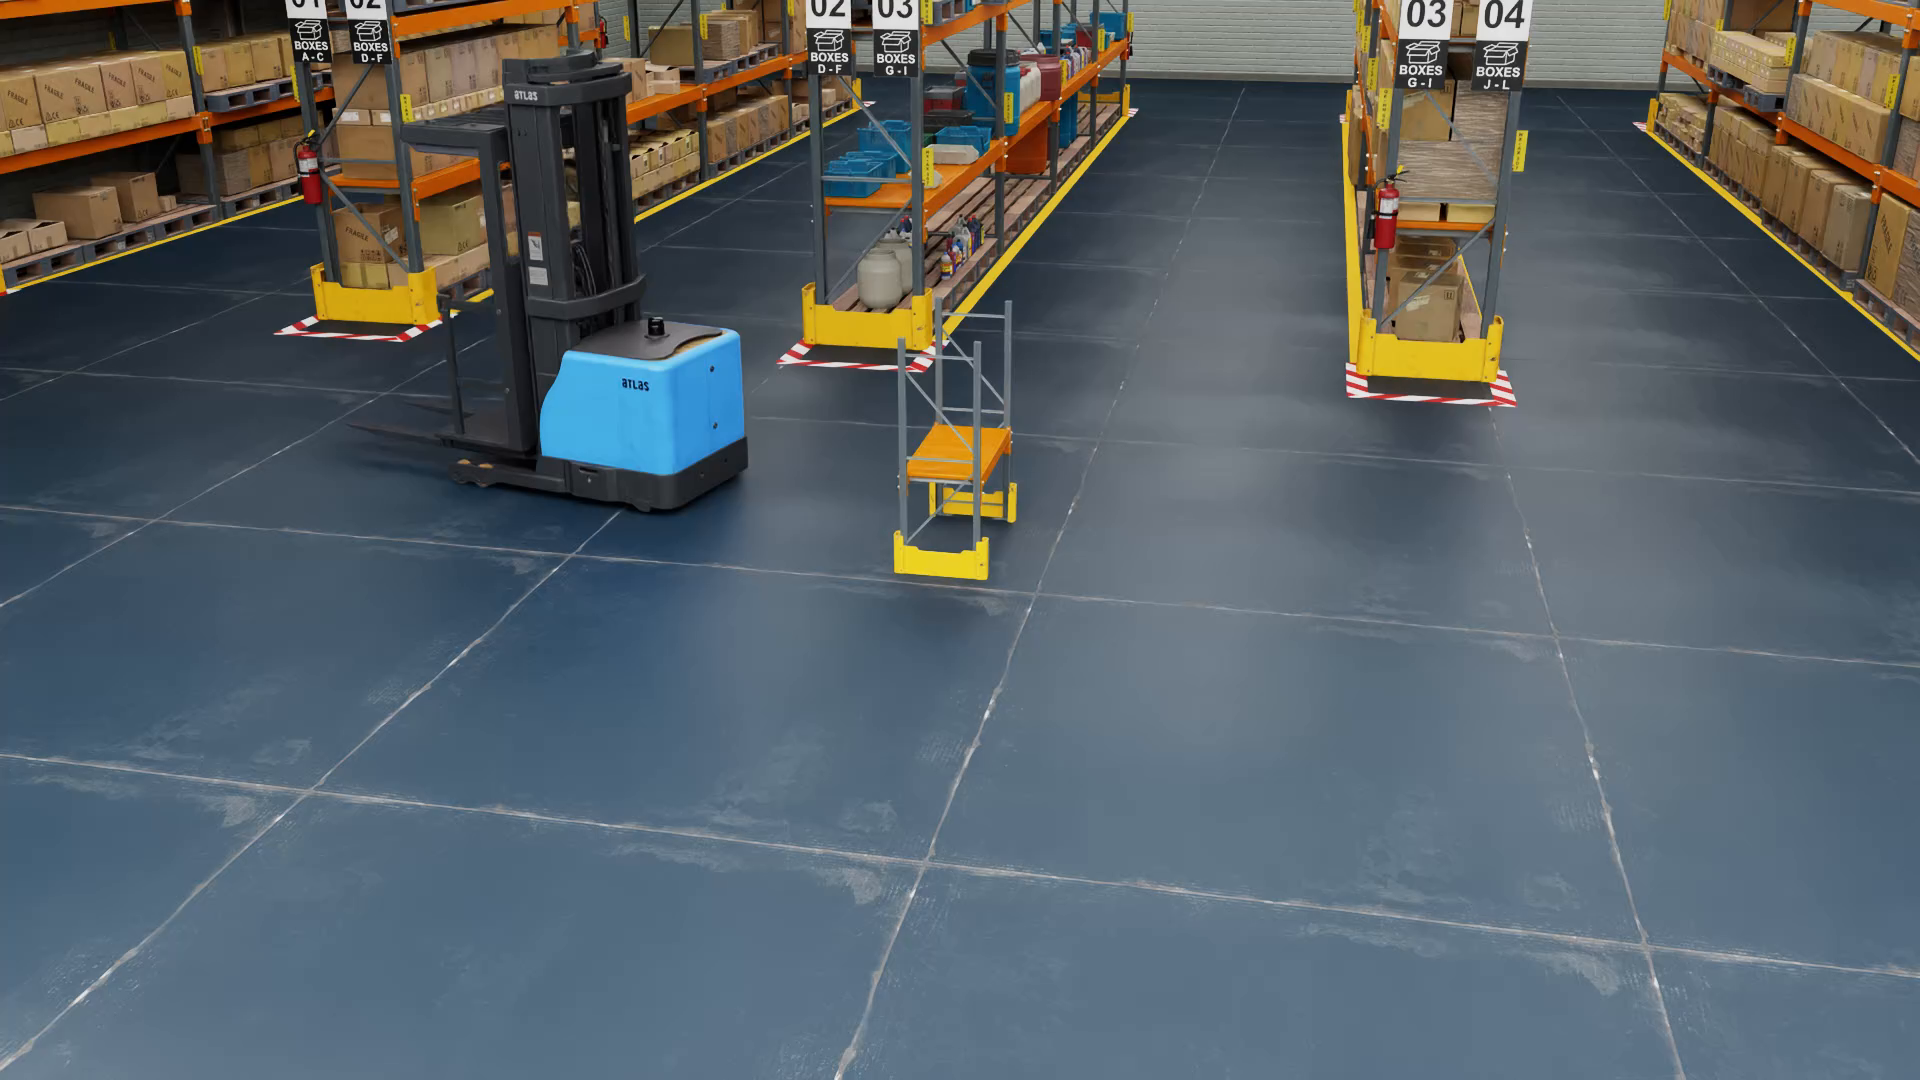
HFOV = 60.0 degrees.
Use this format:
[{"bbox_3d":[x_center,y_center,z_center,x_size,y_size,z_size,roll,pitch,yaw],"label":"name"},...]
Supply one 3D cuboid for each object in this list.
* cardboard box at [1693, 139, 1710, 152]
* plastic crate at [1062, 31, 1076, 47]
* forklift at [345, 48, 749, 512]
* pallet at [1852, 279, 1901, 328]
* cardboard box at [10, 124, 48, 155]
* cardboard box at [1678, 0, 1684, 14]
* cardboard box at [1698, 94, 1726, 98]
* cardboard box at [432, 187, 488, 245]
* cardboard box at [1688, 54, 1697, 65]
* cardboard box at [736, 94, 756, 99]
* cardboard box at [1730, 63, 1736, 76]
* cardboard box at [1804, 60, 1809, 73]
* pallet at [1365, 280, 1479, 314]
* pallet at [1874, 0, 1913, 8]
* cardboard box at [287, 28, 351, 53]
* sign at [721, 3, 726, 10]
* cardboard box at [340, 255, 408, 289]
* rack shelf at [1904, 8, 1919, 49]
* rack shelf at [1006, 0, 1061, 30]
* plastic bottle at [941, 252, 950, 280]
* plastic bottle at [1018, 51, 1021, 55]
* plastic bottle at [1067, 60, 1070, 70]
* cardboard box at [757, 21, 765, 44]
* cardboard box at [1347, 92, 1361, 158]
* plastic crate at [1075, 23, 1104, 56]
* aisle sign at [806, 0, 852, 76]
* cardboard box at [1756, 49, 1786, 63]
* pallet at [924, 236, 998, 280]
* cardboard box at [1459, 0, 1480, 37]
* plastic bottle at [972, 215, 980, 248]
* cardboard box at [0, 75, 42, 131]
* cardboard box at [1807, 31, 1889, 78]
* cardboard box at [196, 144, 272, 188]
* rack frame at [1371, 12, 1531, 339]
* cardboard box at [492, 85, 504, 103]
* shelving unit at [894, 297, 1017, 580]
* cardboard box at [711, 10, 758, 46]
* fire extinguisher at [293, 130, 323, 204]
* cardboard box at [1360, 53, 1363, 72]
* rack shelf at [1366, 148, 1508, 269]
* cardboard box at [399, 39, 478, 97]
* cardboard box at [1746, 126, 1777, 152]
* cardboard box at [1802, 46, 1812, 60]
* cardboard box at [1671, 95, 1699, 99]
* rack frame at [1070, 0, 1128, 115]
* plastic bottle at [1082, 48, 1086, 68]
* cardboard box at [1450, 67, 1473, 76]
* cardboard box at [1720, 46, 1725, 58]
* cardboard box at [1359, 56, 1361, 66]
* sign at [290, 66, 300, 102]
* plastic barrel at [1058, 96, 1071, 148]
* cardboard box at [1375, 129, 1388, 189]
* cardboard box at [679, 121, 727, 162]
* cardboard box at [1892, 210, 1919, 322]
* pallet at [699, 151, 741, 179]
[{"bbox_3d":[11.059,-5.829,24.565,0.380,0.149,0.250,5,22,12],"label":"cardboard box"},{"bbox_3d":[1.742,-8.336,27.681,0.416,0.233,0.300,4,22,11],"label":"plastic crate"},{"bbox_3d":[-3.082,-1.901,11.649,3.031,2.935,1.130,10,24,23],"label":"forklift"},{"bbox_3d":[9.448,-2.295,16.271,1.003,0.211,1.213,4,22,11],"label":"pallet"},{"bbox_3d":[-10.016,-4.231,17.518,0.500,0.250,0.500,4,22,9],"label":"cardboard box"},{"bbox_3d":[11.680,-8.569,26.245,0.500,0.500,0.500,5,22,12],"label":"cardboard box"},{"bbox_3d":[12.268,-7.185,27.137,0.380,0.149,0.250,5,22,12],"label":"cardboard box"},{"bbox_3d":[-5.152,-3.383,17.353,0.500,0.500,0.500,4,22,11],"label":"cardboard box"},{"bbox_3d":[11.390,-7.370,25.474,0.380,0.149,0.250,5,22,12],"label":"cardboard box"},{"bbox_3d":[-3.557,-6.845,26.591,0.500,0.500,0.500,3,22,8],"label":"cardboard box"},{"bbox_3d":[10.520,-6.278,22.201,0.380,0.149,0.250,4,22,10],"label":"cardboard box"},{"bbox_3d":[10.947,-5.991,21.090,0.380,0.149,0.250,5,22,11],"label":"cardboard box"},{"bbox_3d":[4.496,-2.287,16.249,1.003,0.211,1.213,4,22,11],"label":"pallet"},{"bbox_3d":[9.819,-5.503,16.743,0.805,0.209,1.217,4,22,9],"label":"pallet"},{"bbox_3d":[-8.972,-6.950,23.372,0.700,0.500,0.500,2,22,5],"label":"cardboard box"},{"bbox_3d":[-3.753,-8.399,26.533,0.100,0.325,0.005,4,22,11],"label":"sign"},{"bbox_3d":[-5.848,-2.708,16.680,0.500,0.250,0.500,4,22,11],"label":"cardboard box"},{"bbox_3d":[9.272,-4.187,14.183,1.077,0.370,4.000,4,22,11],"label":"rack shelf"},{"bbox_3d":[0.404,-6.443,19.784,1.077,0.370,4.000,4,22,11],"label":"rack shelf"},{"bbox_3d":[-0.145,-2.769,16.776,0.097,0.271,0.097,0,22,0],"label":"plastic bottle"},{"bbox_3d":[0.849,-6.864,23.947,0.144,0.351,0.185,4,22,11],"label":"plastic bottle"},{"bbox_3d":[1.503,-6.653,23.531,0.097,0.271,0.097,0,22,0],"label":"plastic bottle"},{"bbox_3d":[-3.369,-8.207,27.083,0.500,0.500,0.500,5,22,12],"label":"cardboard box"},{"bbox_3d":[6.185,-5.849,23.643,1.225,0.875,0.875,4,22,9],"label":"cardboard box"},{"bbox_3d":[2.056,-7.944,26.398,0.402,0.464,0.583,4,22,11],"label":"plastic crate"},{"bbox_3d":[-1.126,-4.393,14.266,0.394,0.787,0.004,4,22,11],"label":"aisle sign"},{"bbox_3d":[10.254,-6.080,20.912,0.380,0.149,0.250,5,23,13],"label":"cardboard box"},{"bbox_3d":[-0.182,-3.118,18.312,1.003,0.211,1.213,4,22,11],"label":"pallet"},{"bbox_3d":[4.380,-4.292,13.680,0.500,0.250,0.500,5,22,13],"label":"cardboard box"},{"bbox_3d":[0.147,-3.372,18.167,0.144,0.351,0.185,4,22,9],"label":"plastic bottle"},{"bbox_3d":[-10.017,-4.565,17.344,0.500,0.500,0.500,5,22,11],"label":"cardboard box"},{"bbox_3d":[10.395,-5.671,19.447,0.700,0.500,0.500,4,22,11],"label":"cardboard box"},{"bbox_3d":[-9.512,-4.917,21.804,0.700,0.500,0.500,4,22,10],"label":"cardboard box"},{"bbox_3d":[4.029,-2.813,13.824,1.000,3.000,0.127,4,22,11],"label":"rack frame"},{"bbox_3d":[-5.010,-4.703,17.513,0.380,0.149,0.250,5,23,13],"label":"cardboard box"},{"bbox_3d":[-0.016,-0.668,10.504,0.587,1.500,1.083,4,22,11],"label":"shelving unit"},{"bbox_3d":[-3.536,-8.043,26.114,0.700,0.500,0.500,-3,22,-7],"label":"cardboard box"},{"bbox_3d":[-6.147,-3.526,15.697,0.296,0.674,0.183,4,22,11],"label":"fire extinguisher"},{"bbox_3d":[6.139,-7.099,24.332,0.500,0.500,0.500,5,22,11],"label":"cardboard box"},{"bbox_3d":[4.437,-3.211,15.774,1.077,0.370,4.000,4,22,11],"label":"rack shelf"},{"bbox_3d":[-5.346,-4.784,16.847,0.700,0.500,0.500,5,22,11],"label":"cardboard box"},{"bbox_3d":[10.471,-5.163,21.438,0.500,0.250,0.500,5,22,12],"label":"cardboard box"},{"bbox_3d":[10.995,-6.216,21.251,0.380,0.149,0.250,6,23,13],"label":"cardboard box"},{"bbox_3d":[11.750,-7.122,26.981,0.380,0.149,0.250,5,22,12],"label":"cardboard box"},{"bbox_3d":[2.445,-9.042,29.291,1.000,3.000,0.127,4,22,11],"label":"rack frame"},{"bbox_3d":[1.862,-7.269,25.042,0.061,0.283,0.133,4,22,11],"label":"plastic bottle"},{"bbox_3d":[4.516,-3.824,14.463,0.500,0.500,0.500,4,22,11],"label":"cardboard box"},{"bbox_3d":[10.678,-6.705,22.862,0.380,0.149,0.250,5,22,12],"label":"cardboard box"},{"bbox_3d":[6.219,-7.222,25.106,0.380,0.149,0.250,5,22,11],"label":"cardboard box"},{"bbox_3d":[-6.197,-4.263,15.557,0.100,0.325,0.005,4,22,11],"label":"sign"},{"bbox_3d":[1.356,-6.344,24.838,0.600,0.901,0.708,4,22,11],"label":"plastic barrel"},{"bbox_3d":[4.152,-3.389,14.720,0.875,0.500,0.500,4,22,11],"label":"cardboard box"},{"bbox_3d":[-3.663,-5.685,23.711,0.500,0.500,0.500,5,23,13],"label":"cardboard box"},{"bbox_3d":[9.303,-2.516,15.367,0.875,0.875,0.875,5,22,11],"label":"cardboard box"},{"bbox_3d":[-3.847,-5.472,24.159,1.003,0.211,1.213,4,22,11],"label":"pallet"}]
